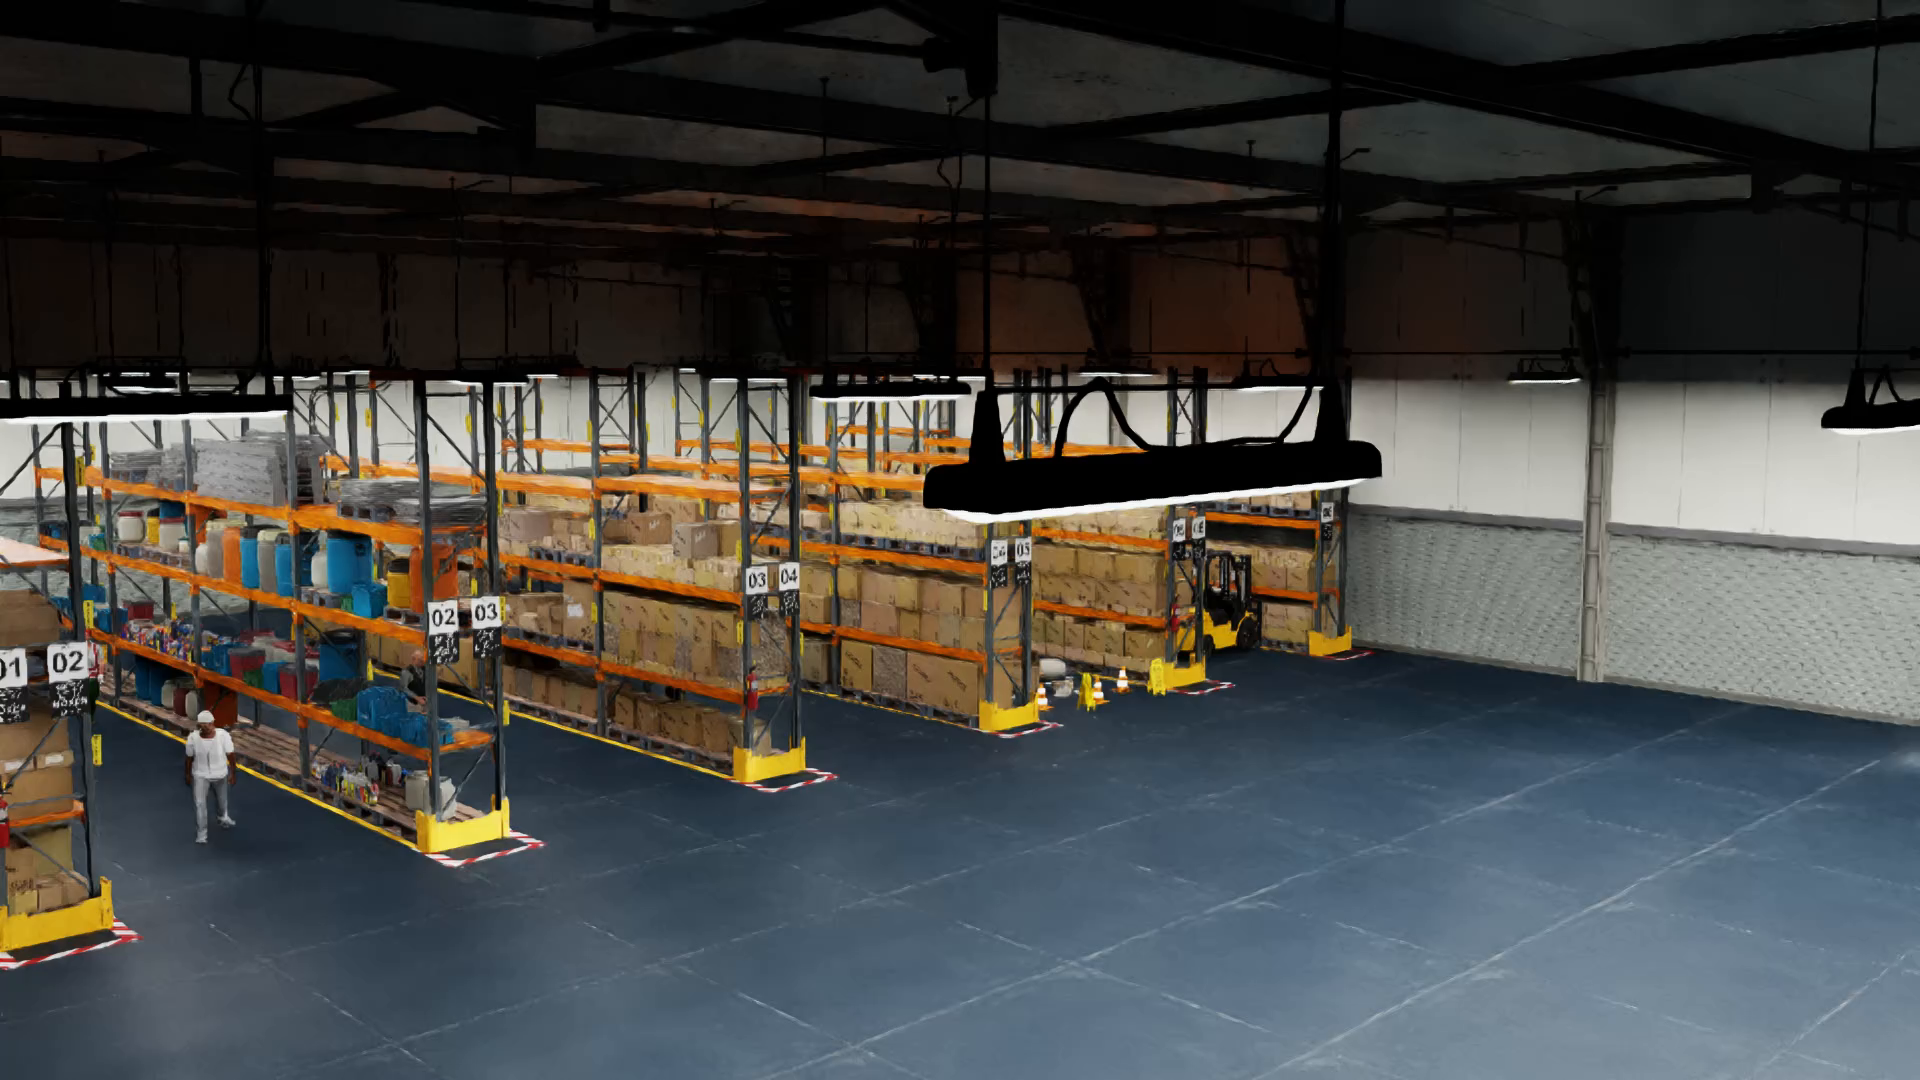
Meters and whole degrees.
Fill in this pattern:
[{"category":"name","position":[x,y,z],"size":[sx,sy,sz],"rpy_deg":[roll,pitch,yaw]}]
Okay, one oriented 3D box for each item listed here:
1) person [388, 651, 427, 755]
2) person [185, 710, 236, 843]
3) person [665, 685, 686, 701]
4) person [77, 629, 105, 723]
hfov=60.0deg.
[{"category":"person","position":[-8.601,2.552,26.169],"size":[0.844,1.661,0.682],"rpy_deg":[4,7,29]},{"category":"person","position":[-9.788,3.042,21.718],"size":[0.616,1.712,0.970],"rpy_deg":[-3,7,-24]},{"category":"person","position":[-4.978,2.185,29.256],"size":[0.645,1.675,0.478],"rpy_deg":[2,7,16]},{"category":"person","position":[-14.672,2.307,27.973],"size":[0.529,1.728,1.037],"rpy_deg":[-5,8,-36]}]
